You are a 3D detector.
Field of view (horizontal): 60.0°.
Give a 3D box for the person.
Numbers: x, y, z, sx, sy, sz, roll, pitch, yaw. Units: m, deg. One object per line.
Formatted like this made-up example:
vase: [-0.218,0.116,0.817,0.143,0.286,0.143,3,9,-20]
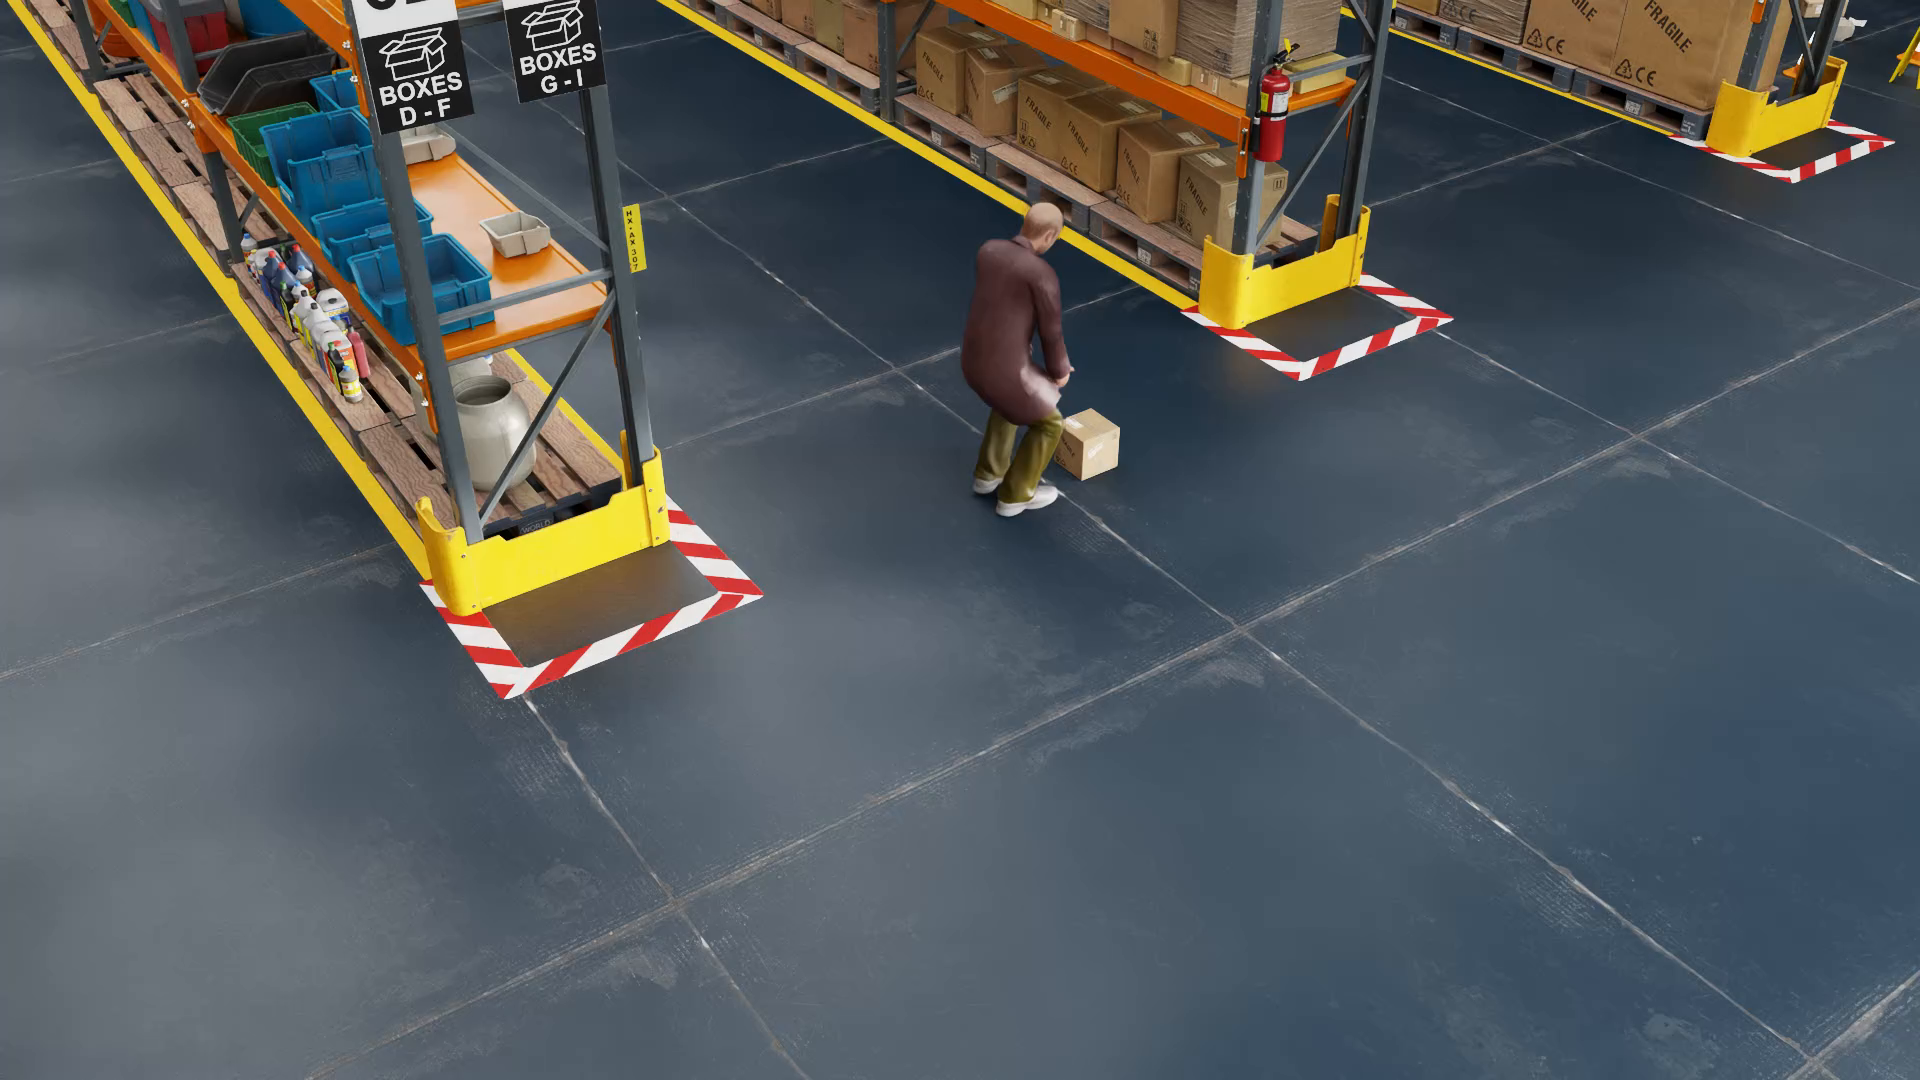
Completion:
person: [0.266,-0.914,8.429,0.564,1.611,0.620,-22,41,-27]
